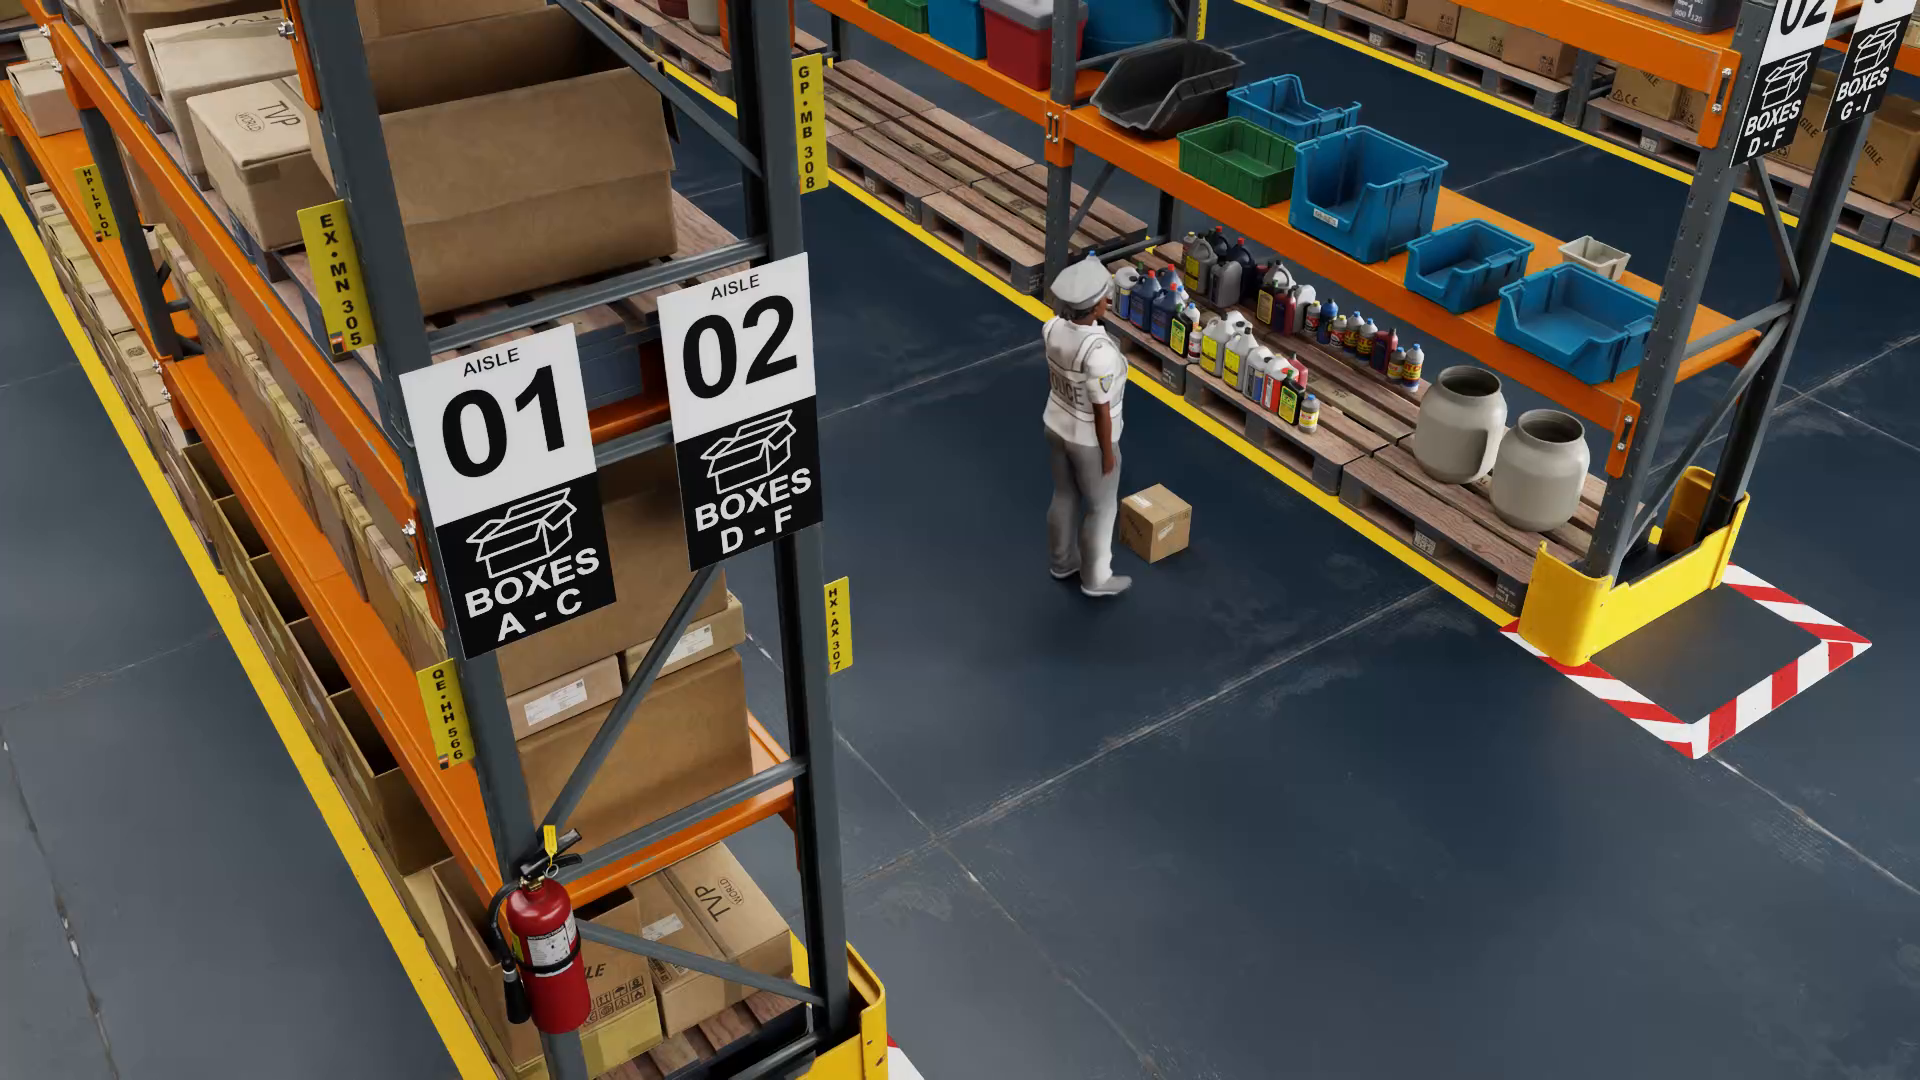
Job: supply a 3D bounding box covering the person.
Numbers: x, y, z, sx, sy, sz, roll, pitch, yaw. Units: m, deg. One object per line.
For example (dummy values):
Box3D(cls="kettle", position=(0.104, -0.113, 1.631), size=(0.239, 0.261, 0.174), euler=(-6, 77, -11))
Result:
Box3D(cls="person", position=(0.588, -0.493, 7.662), size=(0.391, 1.724, 0.451), euler=(-22, 42, -27))
